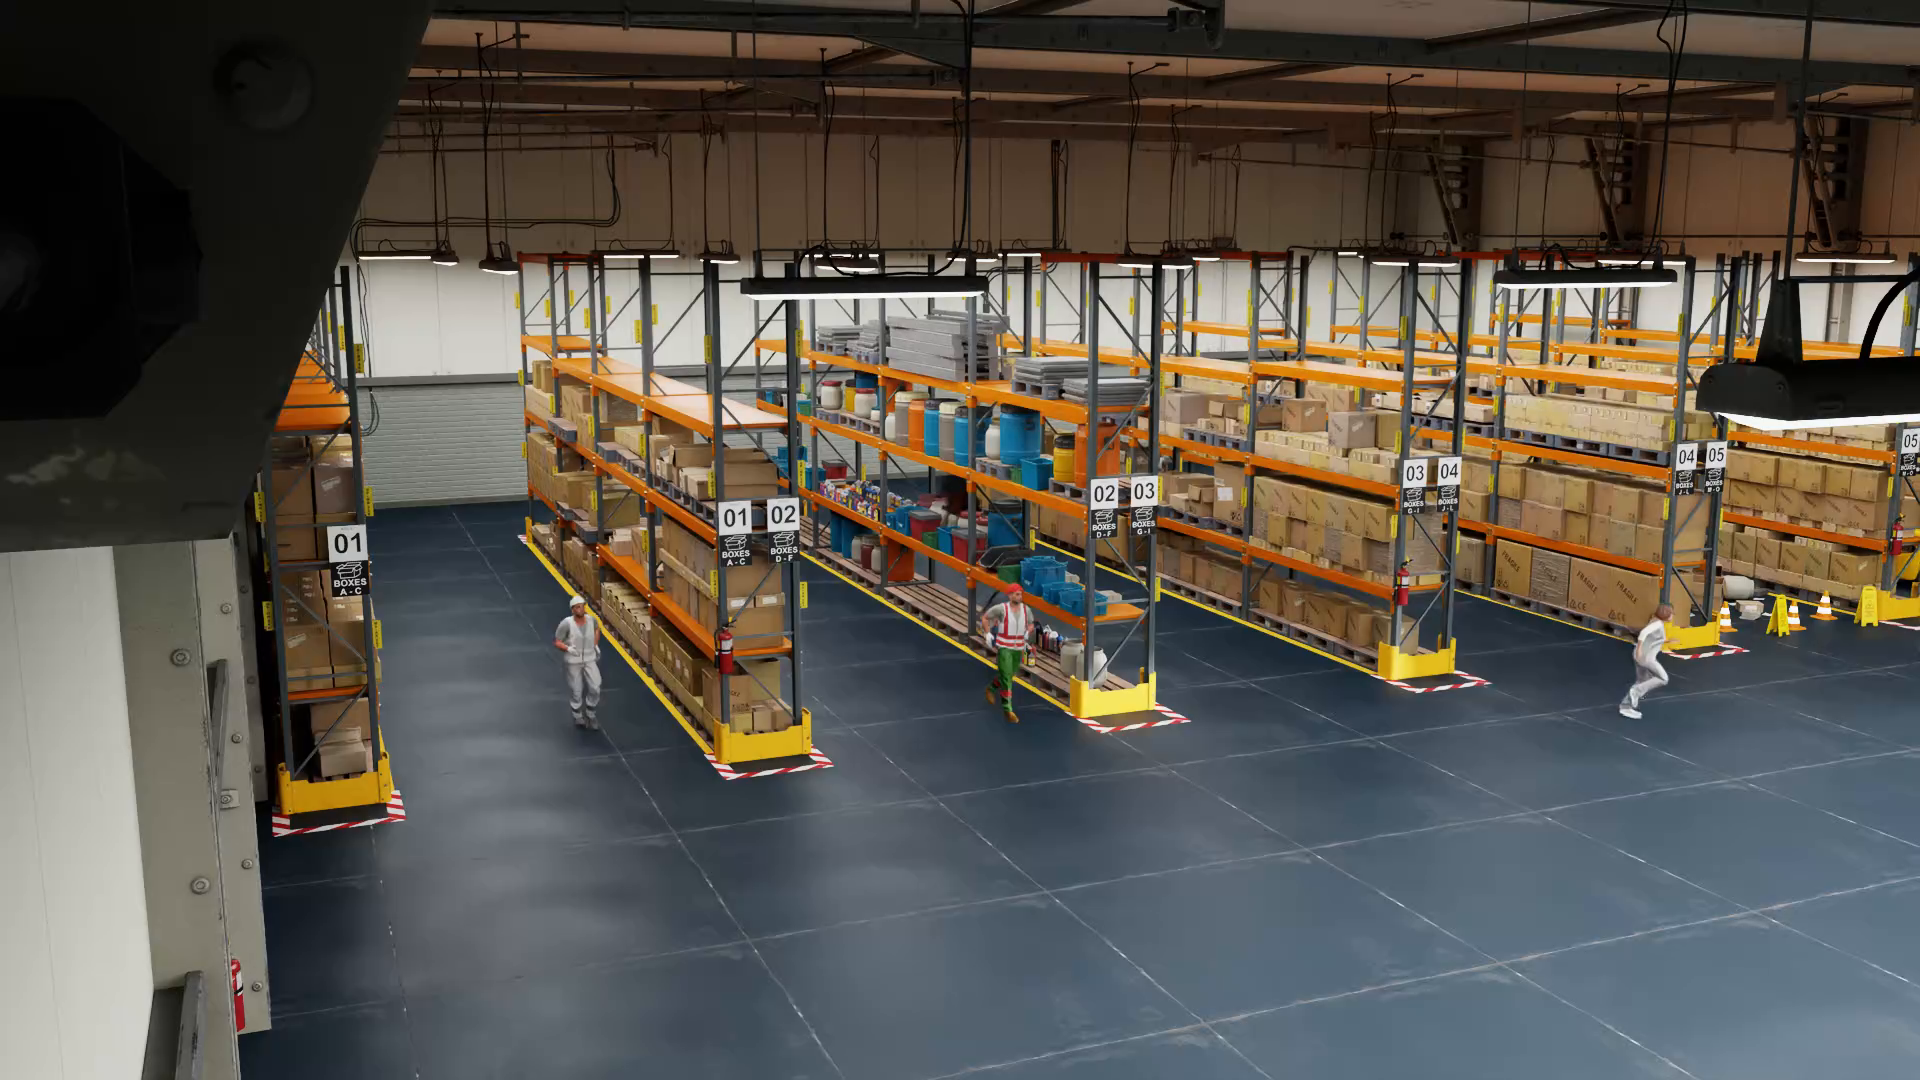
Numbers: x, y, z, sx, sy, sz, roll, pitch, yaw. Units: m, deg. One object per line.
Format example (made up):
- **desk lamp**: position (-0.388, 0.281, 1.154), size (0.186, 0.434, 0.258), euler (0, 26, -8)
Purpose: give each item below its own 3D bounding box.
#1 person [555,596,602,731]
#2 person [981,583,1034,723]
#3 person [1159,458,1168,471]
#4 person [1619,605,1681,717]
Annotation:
- **person**: position (-4.879, 1.598, 21.404), size (0.640, 1.794, 0.715), euler (-5, 12, -27)
- **person**: position (0.668, 1.442, 22.143), size (0.707, 1.771, 1.002), euler (-5, 12, -28)
- **person**: position (4.454, -1.287, 37.564), size (0.593, 1.626, 0.656), euler (-2, 11, -10)
- **person**: position (9.155, 1.605, 22.032), size (0.724, 1.525, 0.525), euler (2, 11, 9)
